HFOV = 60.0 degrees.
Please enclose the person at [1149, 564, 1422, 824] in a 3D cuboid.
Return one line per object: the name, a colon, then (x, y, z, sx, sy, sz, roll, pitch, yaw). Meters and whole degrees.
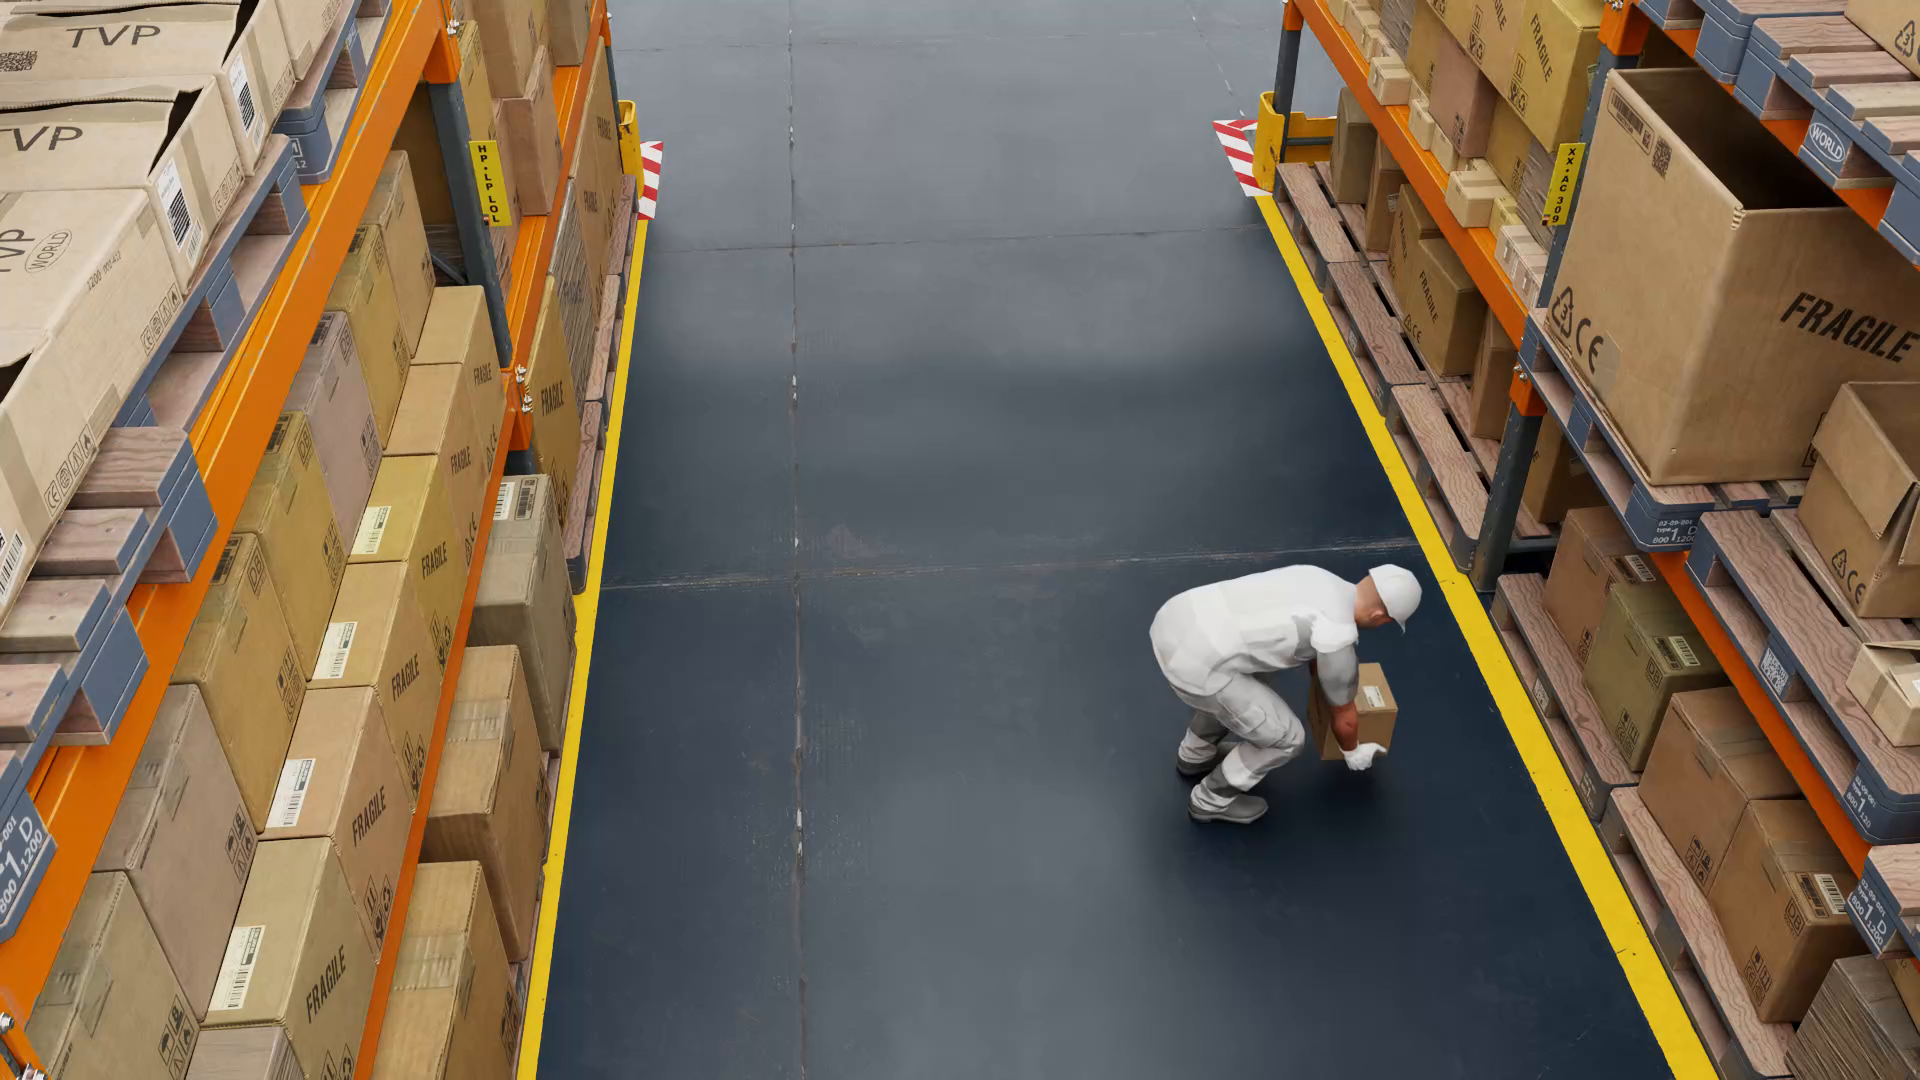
person: (1.159, 0.542, 6.079, 0.958, 1.012, 0.534, -5, 39, -6)
